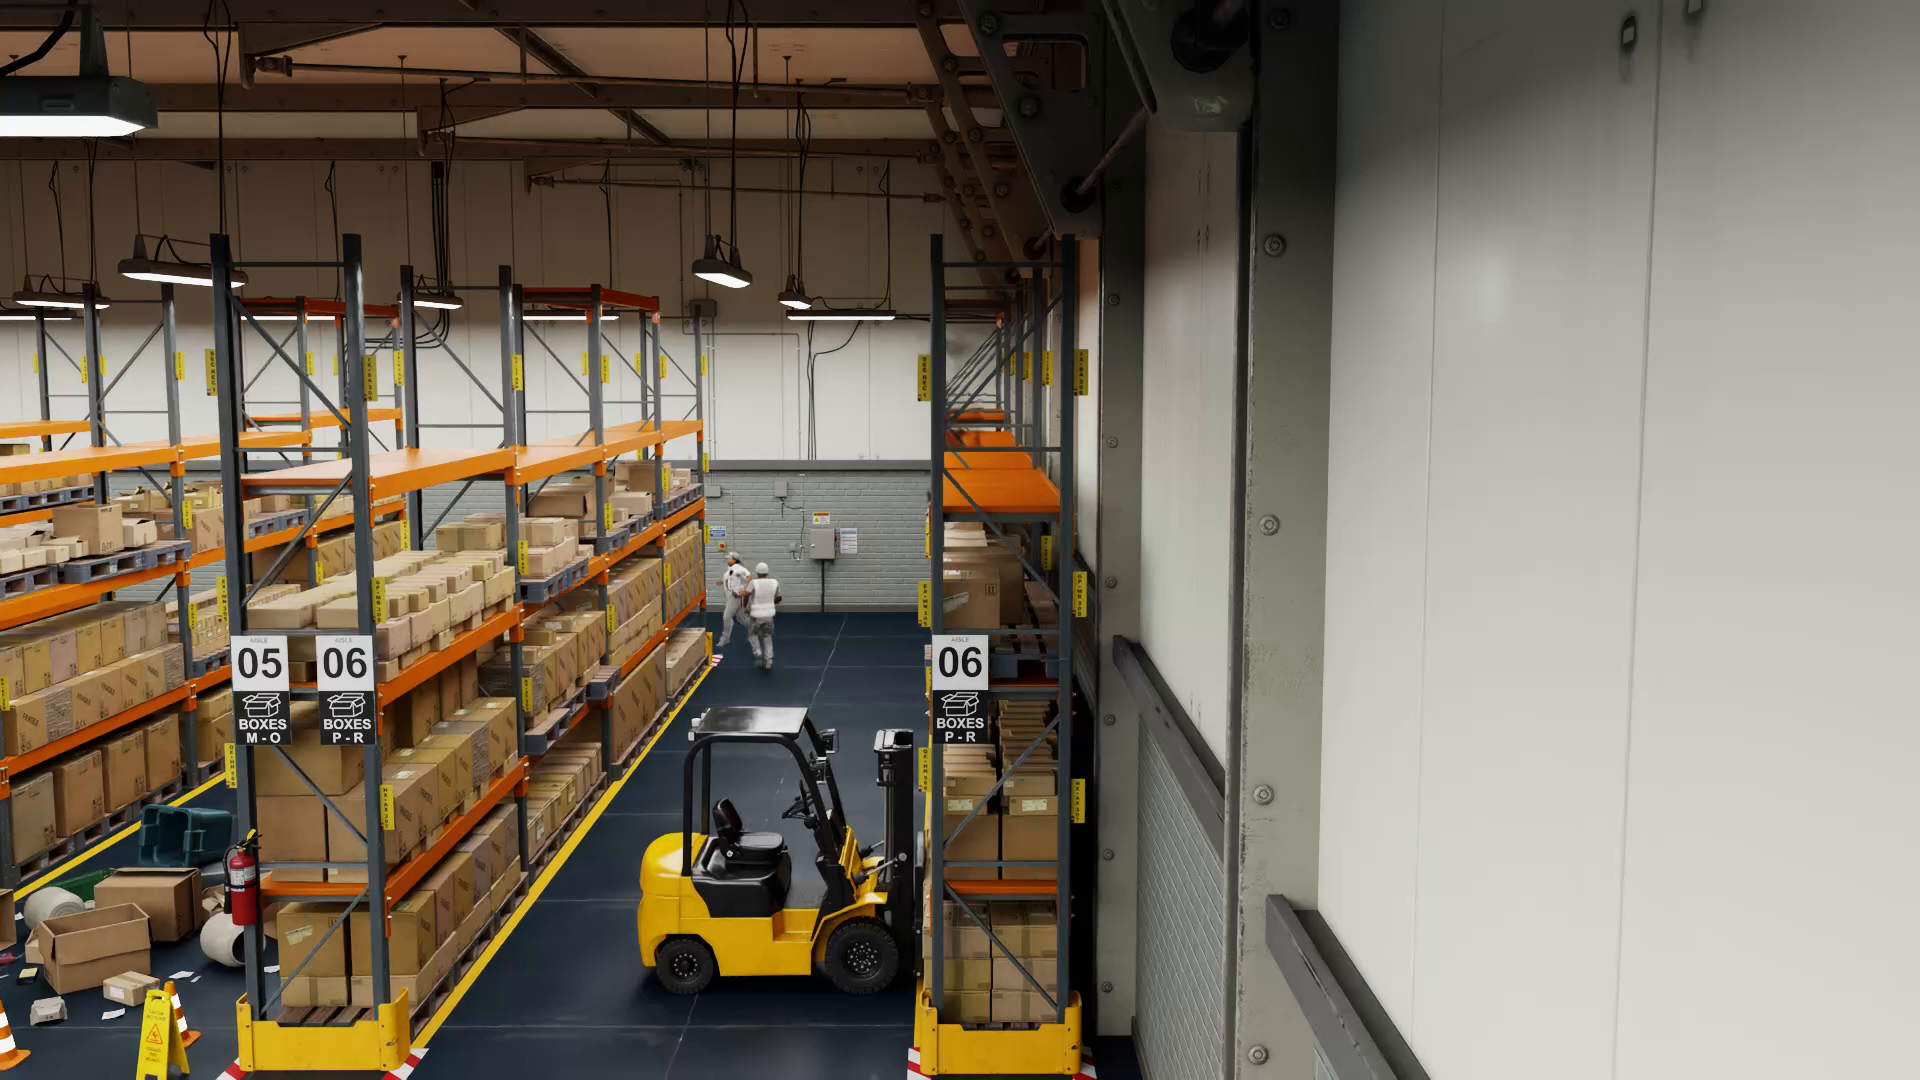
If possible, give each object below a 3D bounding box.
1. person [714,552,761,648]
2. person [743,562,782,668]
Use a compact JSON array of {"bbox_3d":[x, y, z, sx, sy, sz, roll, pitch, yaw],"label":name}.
[{"bbox_3d":[-3.985,1.054,29.696,0.854,1.705,0.596,-2,7,-15],"label":"person"},{"bbox_3d":[-3.318,1.242,27.637,0.703,1.754,0.620,-3,7,-23],"label":"person"}]
